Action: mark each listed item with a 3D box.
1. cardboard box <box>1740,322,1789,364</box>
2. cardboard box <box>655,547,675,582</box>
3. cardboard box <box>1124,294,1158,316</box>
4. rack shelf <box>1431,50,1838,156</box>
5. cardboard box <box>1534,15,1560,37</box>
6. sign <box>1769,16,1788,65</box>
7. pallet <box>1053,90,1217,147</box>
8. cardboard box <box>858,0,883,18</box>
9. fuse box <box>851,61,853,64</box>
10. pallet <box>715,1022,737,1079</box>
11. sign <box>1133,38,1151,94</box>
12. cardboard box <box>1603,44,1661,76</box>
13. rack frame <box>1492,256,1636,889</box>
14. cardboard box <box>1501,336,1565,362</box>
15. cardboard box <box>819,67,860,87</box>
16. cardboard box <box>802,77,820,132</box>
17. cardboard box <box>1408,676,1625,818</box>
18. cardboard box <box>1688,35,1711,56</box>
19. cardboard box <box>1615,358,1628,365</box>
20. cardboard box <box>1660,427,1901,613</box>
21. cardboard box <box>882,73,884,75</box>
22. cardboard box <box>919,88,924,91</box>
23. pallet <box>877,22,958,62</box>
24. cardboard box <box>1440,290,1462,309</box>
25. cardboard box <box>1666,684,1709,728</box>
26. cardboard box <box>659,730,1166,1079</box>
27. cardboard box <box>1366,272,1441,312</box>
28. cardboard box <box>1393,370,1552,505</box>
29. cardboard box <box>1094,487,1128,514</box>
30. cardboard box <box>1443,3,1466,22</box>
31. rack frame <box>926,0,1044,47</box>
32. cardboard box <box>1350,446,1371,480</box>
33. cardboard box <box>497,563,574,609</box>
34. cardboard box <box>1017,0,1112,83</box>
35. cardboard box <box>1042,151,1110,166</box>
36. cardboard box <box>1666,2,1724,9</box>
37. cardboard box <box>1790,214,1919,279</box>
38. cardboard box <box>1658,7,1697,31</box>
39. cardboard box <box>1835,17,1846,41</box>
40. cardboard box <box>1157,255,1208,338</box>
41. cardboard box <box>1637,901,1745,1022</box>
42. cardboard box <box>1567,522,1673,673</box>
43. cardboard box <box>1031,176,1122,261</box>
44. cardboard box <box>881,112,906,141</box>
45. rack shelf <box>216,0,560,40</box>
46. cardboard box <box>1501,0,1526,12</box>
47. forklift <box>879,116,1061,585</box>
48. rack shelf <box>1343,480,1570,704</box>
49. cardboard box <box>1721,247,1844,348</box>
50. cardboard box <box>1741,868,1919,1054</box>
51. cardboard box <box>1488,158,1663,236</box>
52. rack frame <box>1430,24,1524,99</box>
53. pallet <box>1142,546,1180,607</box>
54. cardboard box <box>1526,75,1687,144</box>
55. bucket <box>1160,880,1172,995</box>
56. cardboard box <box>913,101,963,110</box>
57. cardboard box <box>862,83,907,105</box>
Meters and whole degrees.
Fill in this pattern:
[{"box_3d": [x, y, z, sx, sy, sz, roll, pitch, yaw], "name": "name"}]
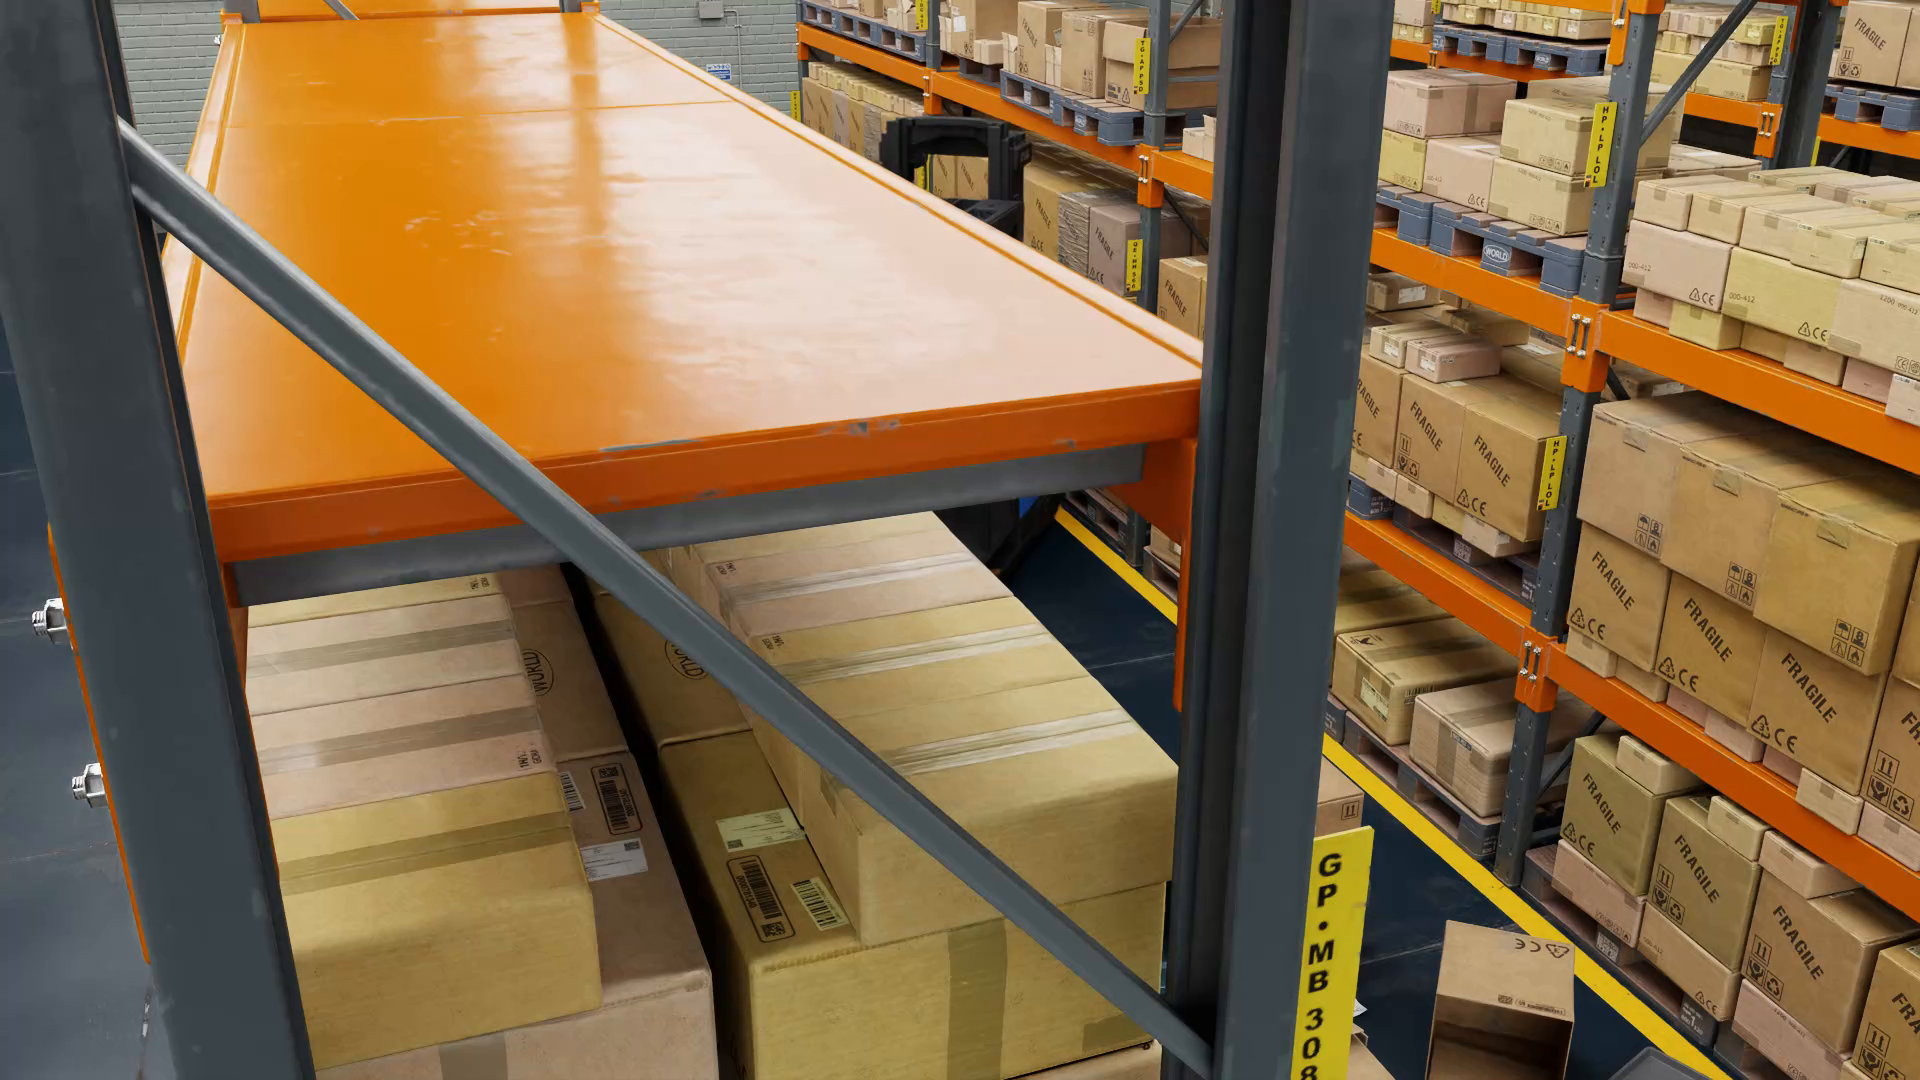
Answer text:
[{"box_3d": [3.146, -0.768, 6.172, 0.380, 0.149, 0.250, -8, 24, -19], "name": "cardboard box"}, {"box_3d": [-0.327, -0.065, 2.807, 0.380, 0.149, 0.250, -9, 24, -20], "name": "cardboard box"}, {"box_3d": [1.212, -1.582, 11.191, 0.500, 0.250, 0.500, -8, 24, -19], "name": "cardboard box"}, {"box_3d": [5.557, -3.740, 13.824, 1.077, 0.370, 4.000, -8, 24, -19], "name": "rack shelf"}, {"box_3d": [5.028, -4.294, 13.868, 0.380, 0.149, 0.250, -8, 24, -18], "name": "cardboard box"}, {"box_3d": [5.755, -3.509, 11.685, 0.100, 0.325, 0.005, -8, 24, -19], "name": "sign"}, {"box_3d": [1.344, -2.802, 10.916, 1.213, 0.211, 1.003, -7, 24, -17], "name": "pallet"}, {"box_3d": [-0.633, -5.101, 15.331, 0.500, 0.500, 0.500, -8, 24, -18], "name": "cardboard box"}, {"box_3d": [-1.202, -5.874, 23.482, 0.539, 1.711, 0.414, -8, 24, -19], "name": "fuse box"}, {"box_3d": [-0.420, 0.734, 2.400, 1.003, 0.211, 1.213, -8, 24, -19], "name": "pallet"}, {"box_3d": [1.099, -2.863, 10.052, 0.100, 0.325, 0.005, -8, 24, -19], "name": "sign"}, {"box_3d": [5.500, -3.793, 13.217, 0.500, 0.250, 0.500, -8, 24, -19], "name": "cardboard box"}, {"box_3d": [3.034, 0.174, 7.476, 1.000, 3.000, 0.127, -8, 24, -19], "name": "rack frame"}, {"box_3d": [2.797, -0.776, 8.677, 0.500, 0.500, 0.500, -8, 24, -19], "name": "cardboard box"}, {"box_3d": [-1.195, -4.630, 16.621, 0.380, 0.149, 0.250, -8, 24, -17], "name": "cardboard box"}, {"box_3d": [-1.302, -4.480, 17.101, 0.500, 0.500, 0.500, -9, 24, -20], "name": "cardboard box"}, {"box_3d": [2.846, 1.001, 8.356, 0.950, 0.372, 0.625, -8, 24, -18], "name": "cardboard box"}, {"box_3d": [5.771, -3.751, 12.604, 0.380, 0.149, 0.250, -8, 24, -18], "name": "cardboard box"}, {"box_3d": [5.746, -1.311, 13.676, 0.500, 0.500, 0.500, -9, 24, -20], "name": "cardboard box"}, {"box_3d": [3.147, -0.092, 6.307, 0.700, 0.500, 0.500, -8, 24, -19], "name": "cardboard box"}, {"box_3d": [-0.558, -4.621, 16.600, 0.380, 0.149, 0.250, -8, 24, -18], "name": "cardboard box"}, {"box_3d": [-0.159, -4.146, 15.474, 0.380, 0.149, 0.250, -8, 24, -19], "name": "cardboard box"}, {"box_3d": [-0.071, -4.373, 14.516, 1.003, 0.211, 1.213, -8, 24, -19], "name": "pallet"}, {"box_3d": [4.811, -2.250, 15.905, 0.500, 0.500, 0.500, -7, 24, -17], "name": "cardboard box"}, {"box_3d": [3.105, 0.625, 6.729, 0.380, 0.149, 0.250, -8, 24, -19], "name": "cardboard box"}, {"box_3d": [-0.078, 0.443, 2.116, 0.500, 0.250, 0.500, -8, 24, -19], "name": "cardboard box"}, {"box_3d": [2.463, -1.399, 9.321, 0.380, 0.149, 0.250, -10, 25, -22], "name": "cardboard box"}, {"box_3d": [2.480, -0.519, 8.068, 0.500, 0.500, 0.500, -8, 24, -19], "name": "cardboard box"}, {"box_3d": [1.455, -0.756, 11.878, 0.875, 0.875, 0.875, -9, 24, -19], "name": "cardboard box"}, {"box_3d": [4.584, -4.758, 14.970, 0.380, 0.149, 0.250, -8, 24, -18], "name": "cardboard box"}, {"box_3d": [0.208, -5.498, 13.207, 1.000, 3.000, 0.127, -8, 24, -19], "name": "rack frame"}, {"box_3d": [2.247, -0.426, 8.681, 0.380, 0.149, 0.250, -8, 24, -19], "name": "cardboard box"}, {"box_3d": [-0.935, 0.149, 2.812, 0.500, 0.250, 0.500, -8, 24, -19], "name": "cardboard box"}, {"box_3d": [0.727, -3.502, 11.665, 0.500, 0.500, 0.500, -8, 24, -18], "name": "cardboard box"}, {"box_3d": [0.951, -2.738, 12.968, 0.500, 0.500, 0.500, -8, 24, -17], "name": "cardboard box"}, {"box_3d": [5.888, -4.220, 13.334, 0.380, 0.149, 0.250, -8, 24, -19], "name": "cardboard box"}, {"box_3d": [3.112, -1.014, 5.729, 0.380, 0.149, 0.250, -9, 24, -19], "name": "cardboard box"}, {"box_3d": [5.498, -4.060, 12.956, 0.380, 0.149, 0.250, -9, 24, -20], "name": "cardboard box"}, {"box_3d": [6.392, -3.768, 12.262, 0.380, 0.149, 0.250, -9, 25, -21], "name": "cardboard box"}, {"box_3d": [1.563, -1.461, 10.302, 0.500, 0.500, 0.500, -9, 24, -20], "name": "cardboard box"}, {"box_3d": [3.189, 1.691, 6.875, 0.500, 0.250, 0.500, -7, 24, -16], "name": "cardboard box"}, {"box_3d": [2.929, 0.189, 6.928, 0.500, 0.500, 0.500, -8, 24, -19], "name": "cardboard box"}, {"box_3d": [0.835, -2.305, 11.941, 0.500, 0.500, 0.500, -8, 24, -19], "name": "cardboard box"}, {"box_3d": [-0.389, -3.559, 14.916, 0.500, 0.500, 0.500, -9, 24, -20], "name": "cardboard box"}, {"box_3d": [-2.268, -2.086, 6.554, 1.077, 0.370, 4.000, -8, 24, -19], "name": "rack shelf"}, {"box_3d": [4.872, -4.615, 14.246, 0.380, 0.149, 0.250, -9, 24, -20], "name": "cardboard box"}, {"box_3d": [-0.212, -1.109, 10.607, 1.130, 2.935, 3.031, 8, 24, 17], "name": "forklift"}, {"box_3d": [2.328, -0.221, 9.340, 1.077, 0.370, 4.000, -8, 24, -19], "name": "rack shelf"}, {"box_3d": [3.124, -0.893, 5.954, 0.500, 0.250, 0.500, -9, 24, -19], "name": "cardboard box"}, {"box_3d": [3.372, 1.535, 6.281, 0.500, 0.500, 0.500, -7, 24, -16], "name": "cardboard box"}, {"box_3d": [2.692, -1.525, 7.297, 0.500, 0.250, 0.500, -9, 24, -20], "name": "cardboard box"}, {"box_3d": [4.850, -3.415, 15.991, 1.000, 3.000, 0.127, -8, 24, -19], "name": "rack frame"}, {"box_3d": [1.896, 0.289, 10.791, 1.003, 0.211, 1.213, -8, 24, -19], "name": "pallet"}, {"box_3d": [3.017, -2.010, 7.804, 0.500, 0.250, 0.500, -9, 24, -20], "name": "cardboard box"}, {"box_3d": [0.644, 1.431, 6.751, 0.726, 0.611, 0.620, 0, 13, -1], "name": "bucket"}, {"box_3d": [-0.190, -3.718, 14.457, 0.380, 0.149, 0.250, -8, 24, -18], "name": "cardboard box"}, {"box_3d": [-0.692, -4.167, 15.524, 0.380, 0.149, 0.250, -8, 24, -19], "name": "cardboard box"}]
